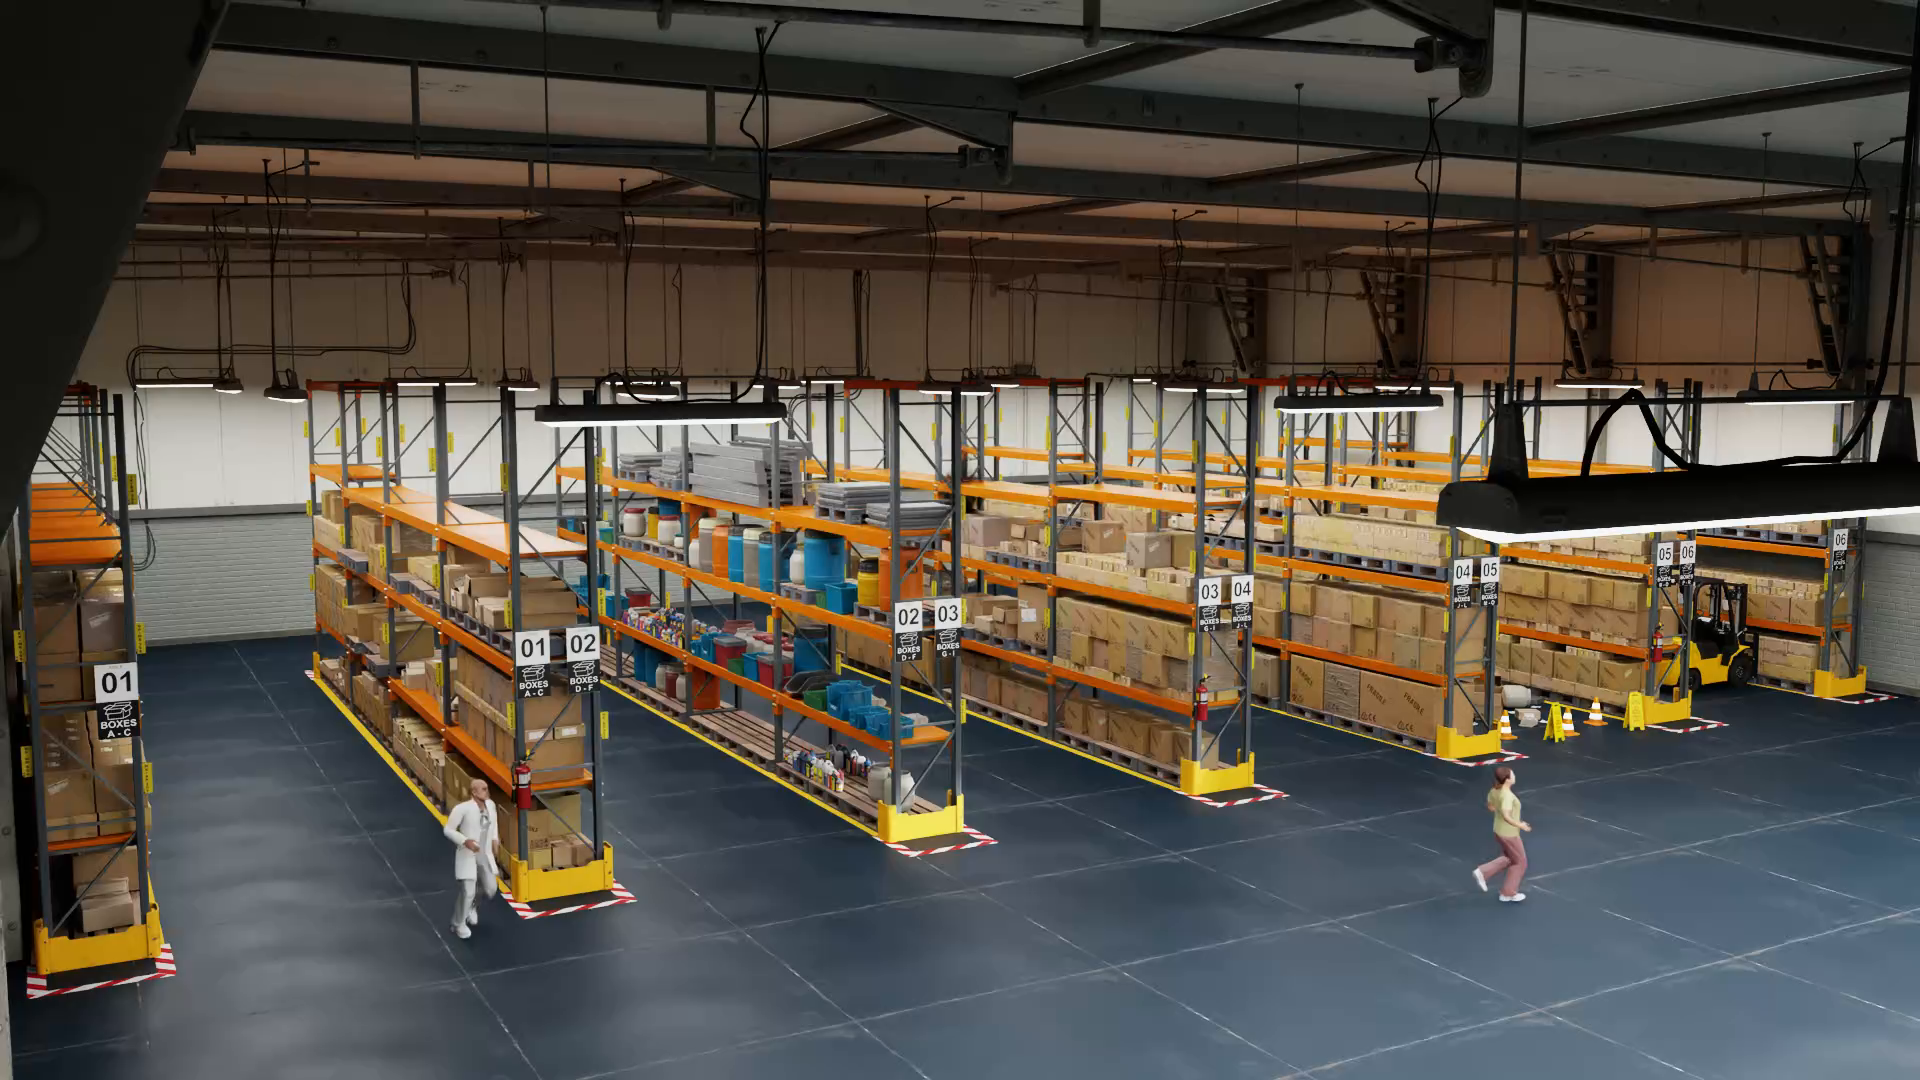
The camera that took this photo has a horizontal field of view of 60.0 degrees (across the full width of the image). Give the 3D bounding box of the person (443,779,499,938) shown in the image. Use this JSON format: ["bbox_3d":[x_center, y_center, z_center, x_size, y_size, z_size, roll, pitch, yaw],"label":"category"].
[{"bbox_3d":[-5.385,3.521,18.561,0.613,1.703,0.714,6,8,43],"label":"person"}]

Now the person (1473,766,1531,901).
[{"bbox_3d":[6.372,3.448,19.533,0.609,1.619,0.580,0,6,-4],"label":"person"}]

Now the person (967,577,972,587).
[{"bbox_3d":[0.071,1.027,42.007,0.620,1.711,0.700,-3,7,-27],"label":"person"}]
